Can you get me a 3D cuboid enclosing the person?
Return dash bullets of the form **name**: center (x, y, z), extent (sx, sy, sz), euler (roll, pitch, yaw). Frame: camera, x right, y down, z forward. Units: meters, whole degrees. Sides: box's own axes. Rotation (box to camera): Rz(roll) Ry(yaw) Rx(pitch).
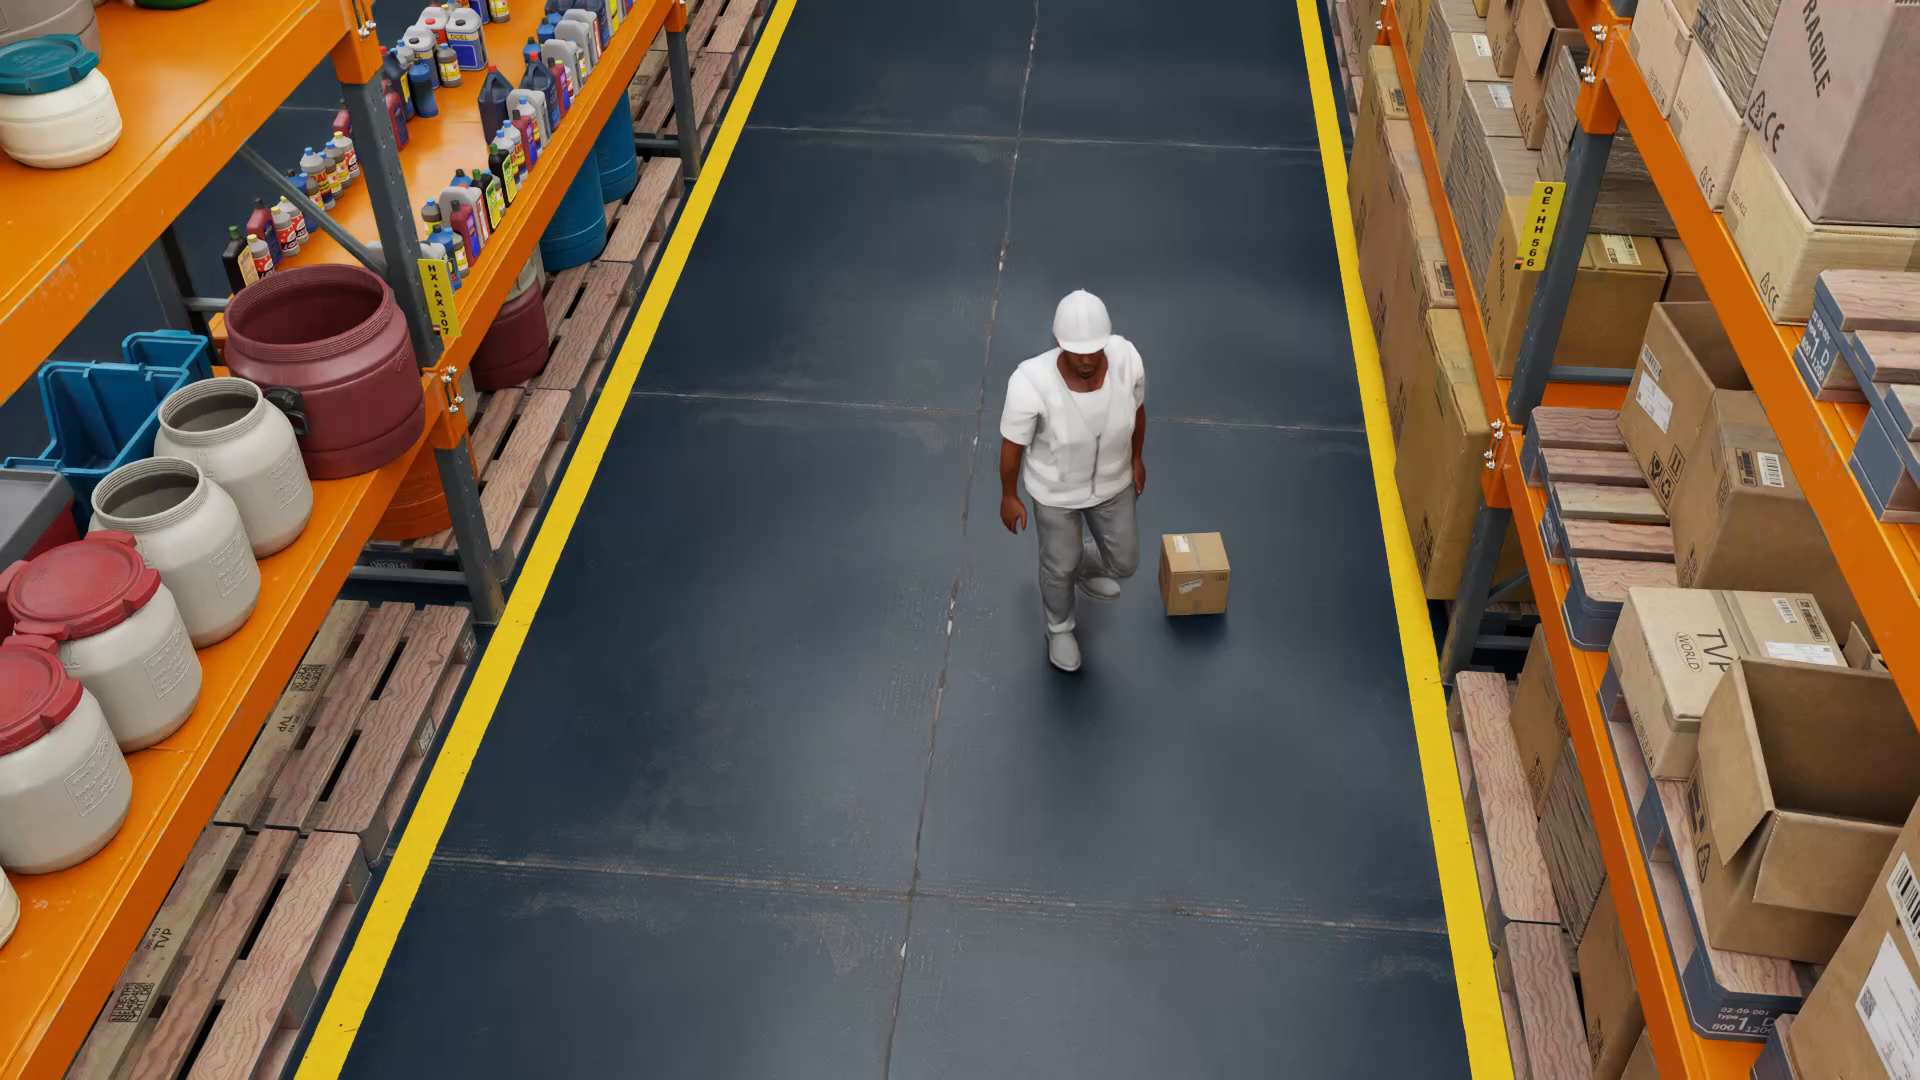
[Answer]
- **person**: center (0.437, -0.246, 6.427), extent (0.620, 1.760, 0.562), euler (-13, 41, -15)
